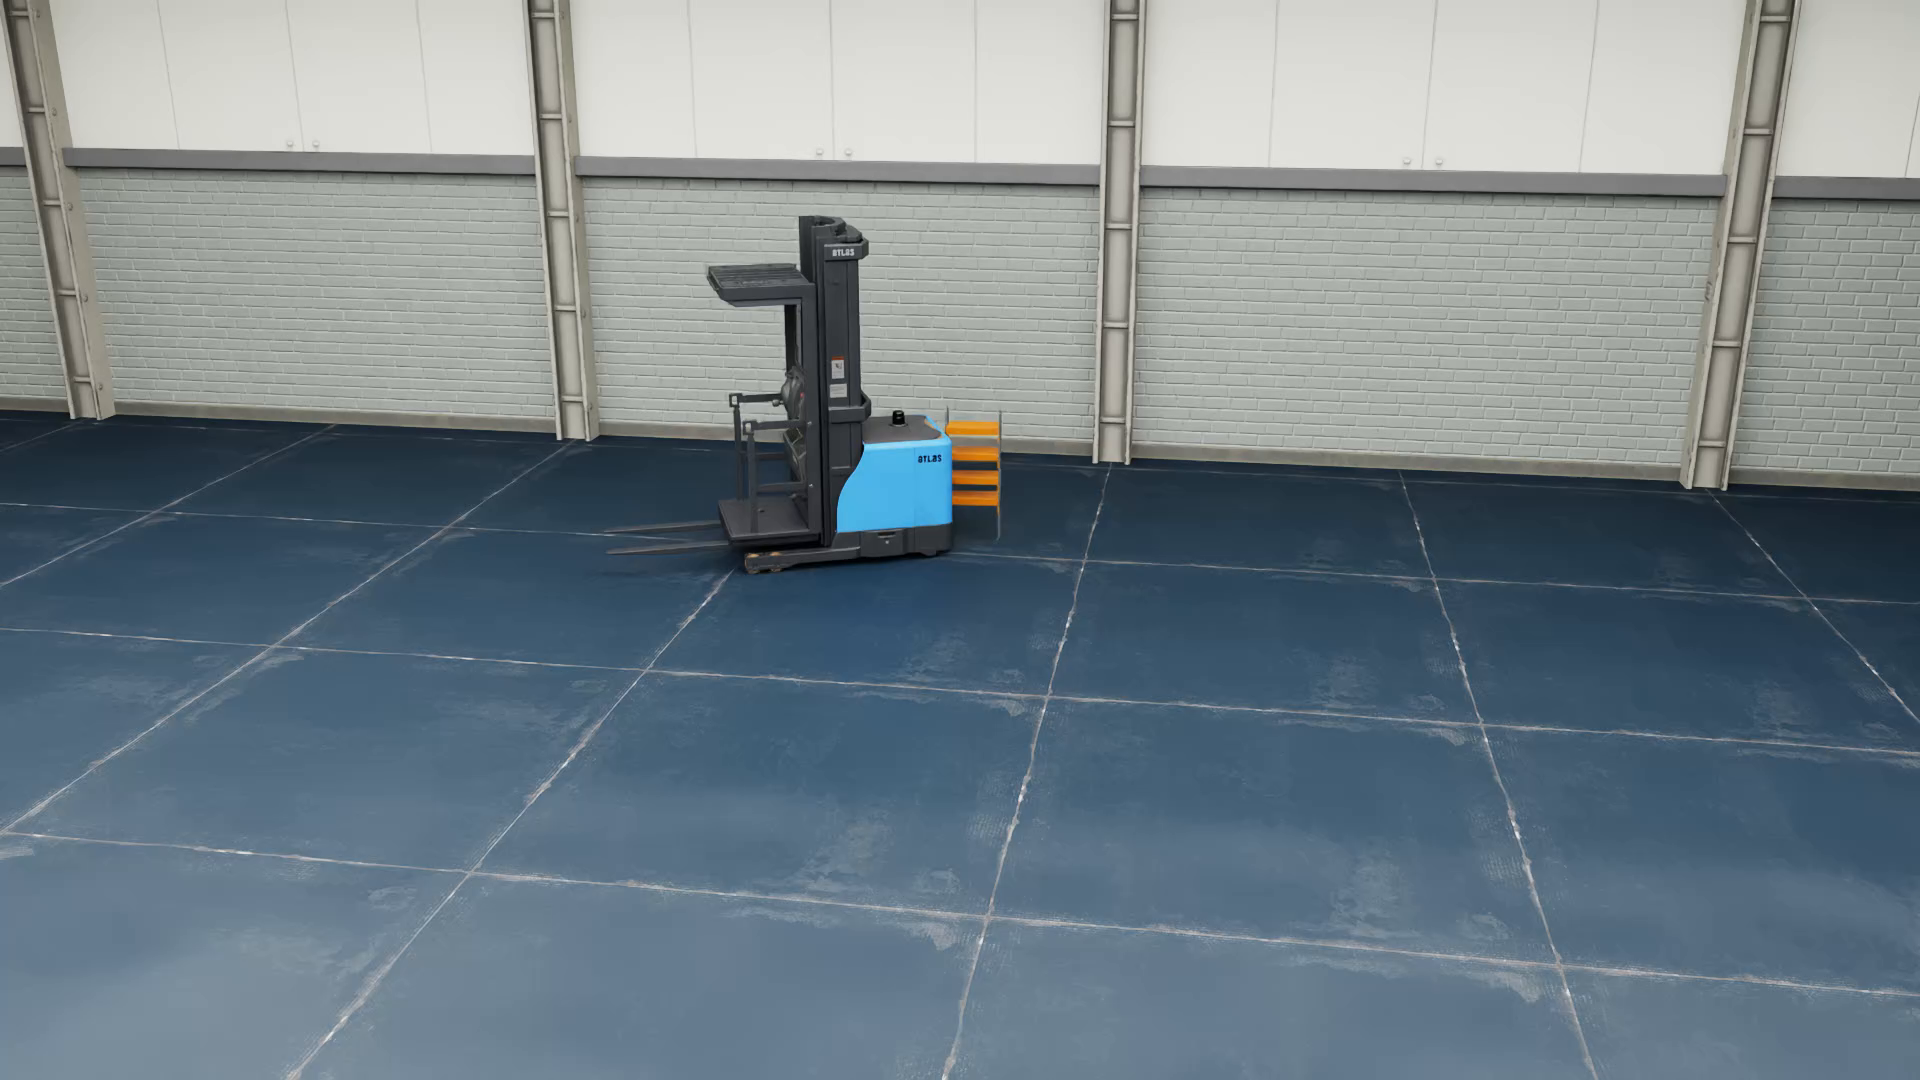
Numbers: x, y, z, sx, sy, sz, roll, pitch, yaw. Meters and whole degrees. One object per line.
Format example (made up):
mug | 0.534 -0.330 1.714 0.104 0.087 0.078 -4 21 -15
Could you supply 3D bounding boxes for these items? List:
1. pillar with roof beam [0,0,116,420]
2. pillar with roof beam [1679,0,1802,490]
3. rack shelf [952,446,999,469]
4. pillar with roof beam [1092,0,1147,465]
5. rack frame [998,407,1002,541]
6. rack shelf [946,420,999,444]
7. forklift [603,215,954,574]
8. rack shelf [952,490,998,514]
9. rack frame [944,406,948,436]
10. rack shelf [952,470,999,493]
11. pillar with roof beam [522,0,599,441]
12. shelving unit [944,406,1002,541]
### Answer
pillar with roof beam | -10.901 -4.382 14.163 0.400 9.000 9.100 3 19 9
pillar with roof beam | 6.871 -3.476 11.456 0.400 9.000 9.100 3 19 9
rack shelf | 0.119 -0.756 15.125 0.480 0.148 0.258 1 19 4
pillar with roof beam | 0.947 -3.778 12.358 0.400 9.000 9.100 3 19 9
rack frame | 0.363 -0.602 15.157 0.015 1.200 0.240 1 19 4
rack shelf | 0.119 -0.980 15.050 0.480 0.148 0.258 1 19 4
forklift | -1.631 -1.284 14.470 3.031 2.935 1.130 -5 19 -13
rack shelf | 0.119 -0.356 15.259 0.480 0.148 0.258 1 19 4
rack frame | -0.124 -0.614 15.193 0.015 1.200 0.240 1 19 4
rack shelf | 0.119 -0.544 15.196 0.480 0.148 0.258 1 19 4
pillar with roof beam | -4.977 -4.080 13.261 0.400 9.000 9.100 3 19 9
shelving unit | 0.119 -0.608 15.175 0.503 1.200 0.258 1 19 4
